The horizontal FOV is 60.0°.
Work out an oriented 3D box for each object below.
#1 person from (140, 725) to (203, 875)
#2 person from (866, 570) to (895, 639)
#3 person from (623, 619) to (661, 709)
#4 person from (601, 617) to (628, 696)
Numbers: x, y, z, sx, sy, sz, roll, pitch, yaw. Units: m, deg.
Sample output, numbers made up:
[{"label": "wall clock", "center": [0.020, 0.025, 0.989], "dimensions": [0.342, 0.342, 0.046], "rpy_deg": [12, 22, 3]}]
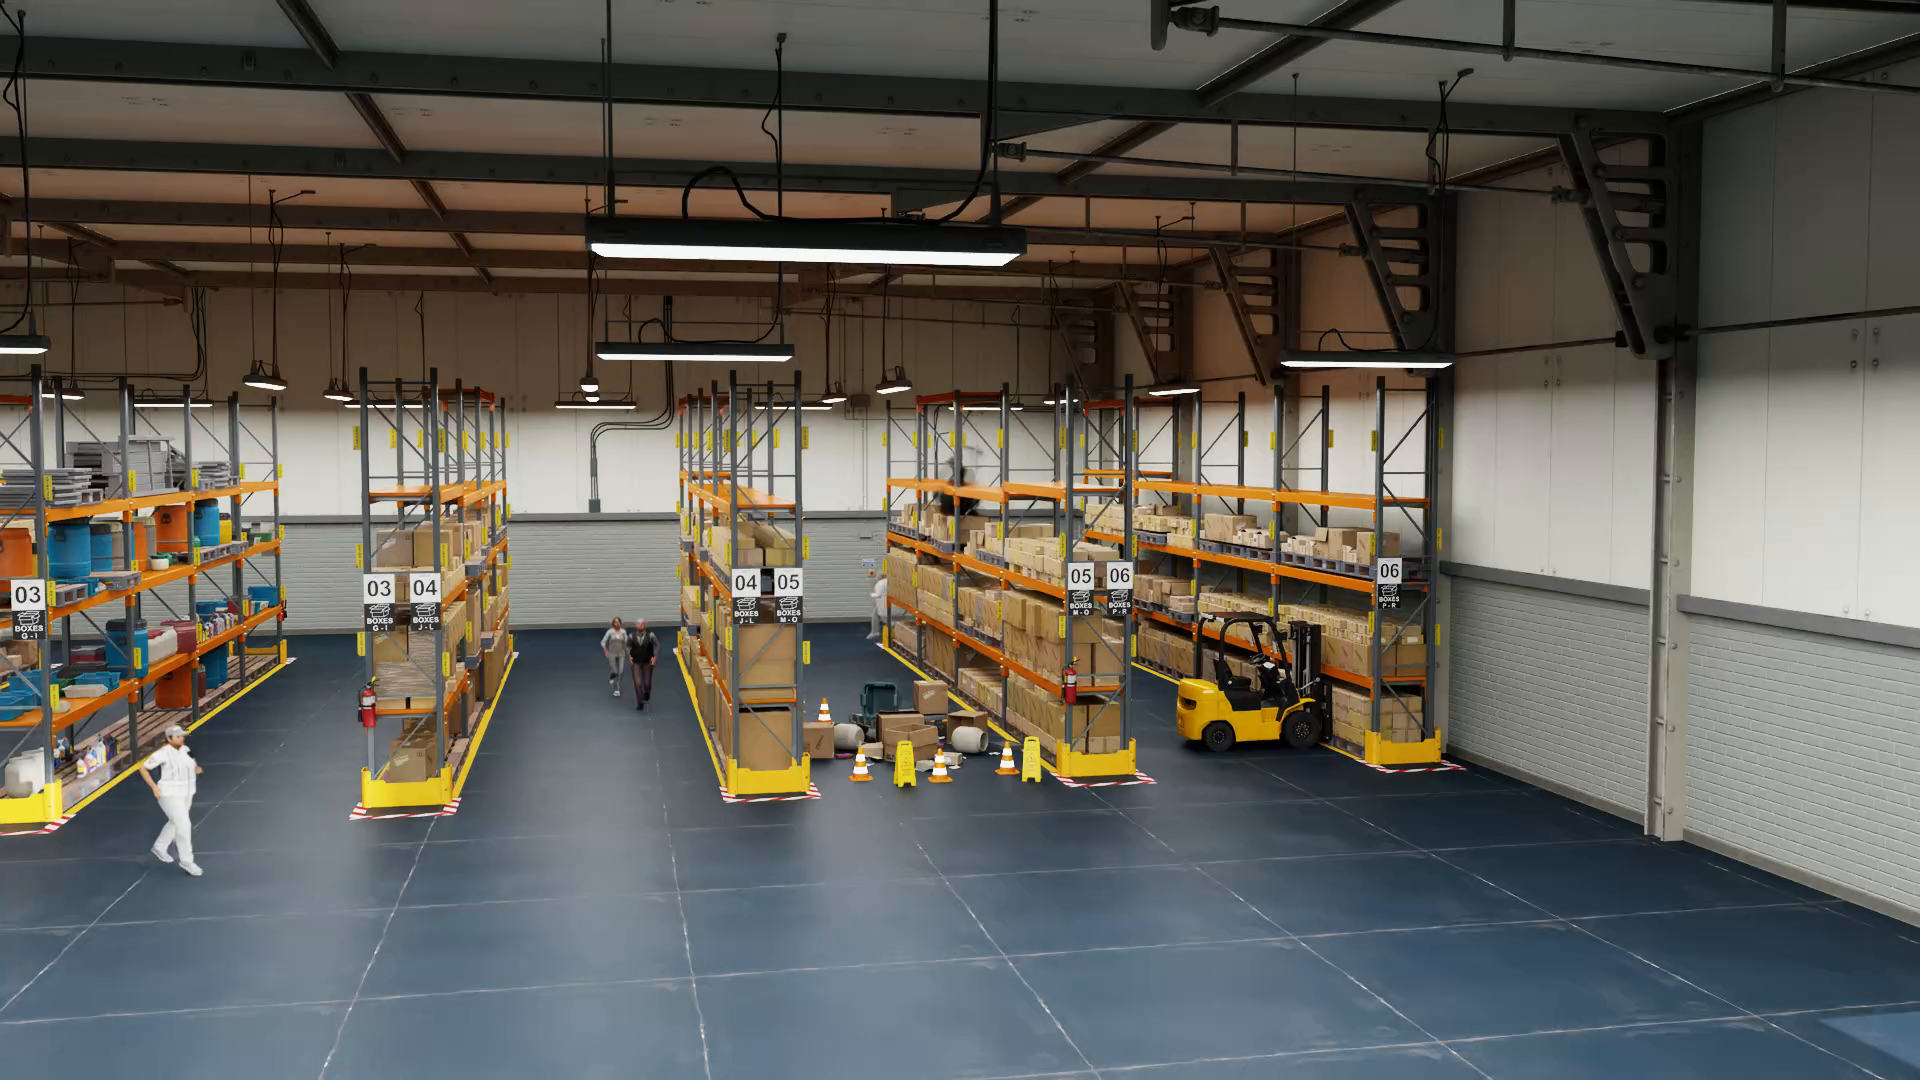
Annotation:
[{"label": "person", "center": [-9.147, 3.010, 19.376], "dimensions": [0.836, 1.711, 0.579], "rpy_deg": [1, 4, 15]}, {"label": "person", "center": [-1.946, 1.741, 41.737], "dimensions": [0.943, 1.575, 0.717], "rpy_deg": [0, 3, 7]}, {"label": "person", "center": [-5.969, 2.320, 31.231], "dimensions": [0.687, 1.660, 0.641], "rpy_deg": [-1, 3, -9]}, {"label": "person", "center": [-6.752, 2.282, 32.682], "dimensions": [0.549, 1.552, 0.556], "rpy_deg": [-1, 4, -23]}]
